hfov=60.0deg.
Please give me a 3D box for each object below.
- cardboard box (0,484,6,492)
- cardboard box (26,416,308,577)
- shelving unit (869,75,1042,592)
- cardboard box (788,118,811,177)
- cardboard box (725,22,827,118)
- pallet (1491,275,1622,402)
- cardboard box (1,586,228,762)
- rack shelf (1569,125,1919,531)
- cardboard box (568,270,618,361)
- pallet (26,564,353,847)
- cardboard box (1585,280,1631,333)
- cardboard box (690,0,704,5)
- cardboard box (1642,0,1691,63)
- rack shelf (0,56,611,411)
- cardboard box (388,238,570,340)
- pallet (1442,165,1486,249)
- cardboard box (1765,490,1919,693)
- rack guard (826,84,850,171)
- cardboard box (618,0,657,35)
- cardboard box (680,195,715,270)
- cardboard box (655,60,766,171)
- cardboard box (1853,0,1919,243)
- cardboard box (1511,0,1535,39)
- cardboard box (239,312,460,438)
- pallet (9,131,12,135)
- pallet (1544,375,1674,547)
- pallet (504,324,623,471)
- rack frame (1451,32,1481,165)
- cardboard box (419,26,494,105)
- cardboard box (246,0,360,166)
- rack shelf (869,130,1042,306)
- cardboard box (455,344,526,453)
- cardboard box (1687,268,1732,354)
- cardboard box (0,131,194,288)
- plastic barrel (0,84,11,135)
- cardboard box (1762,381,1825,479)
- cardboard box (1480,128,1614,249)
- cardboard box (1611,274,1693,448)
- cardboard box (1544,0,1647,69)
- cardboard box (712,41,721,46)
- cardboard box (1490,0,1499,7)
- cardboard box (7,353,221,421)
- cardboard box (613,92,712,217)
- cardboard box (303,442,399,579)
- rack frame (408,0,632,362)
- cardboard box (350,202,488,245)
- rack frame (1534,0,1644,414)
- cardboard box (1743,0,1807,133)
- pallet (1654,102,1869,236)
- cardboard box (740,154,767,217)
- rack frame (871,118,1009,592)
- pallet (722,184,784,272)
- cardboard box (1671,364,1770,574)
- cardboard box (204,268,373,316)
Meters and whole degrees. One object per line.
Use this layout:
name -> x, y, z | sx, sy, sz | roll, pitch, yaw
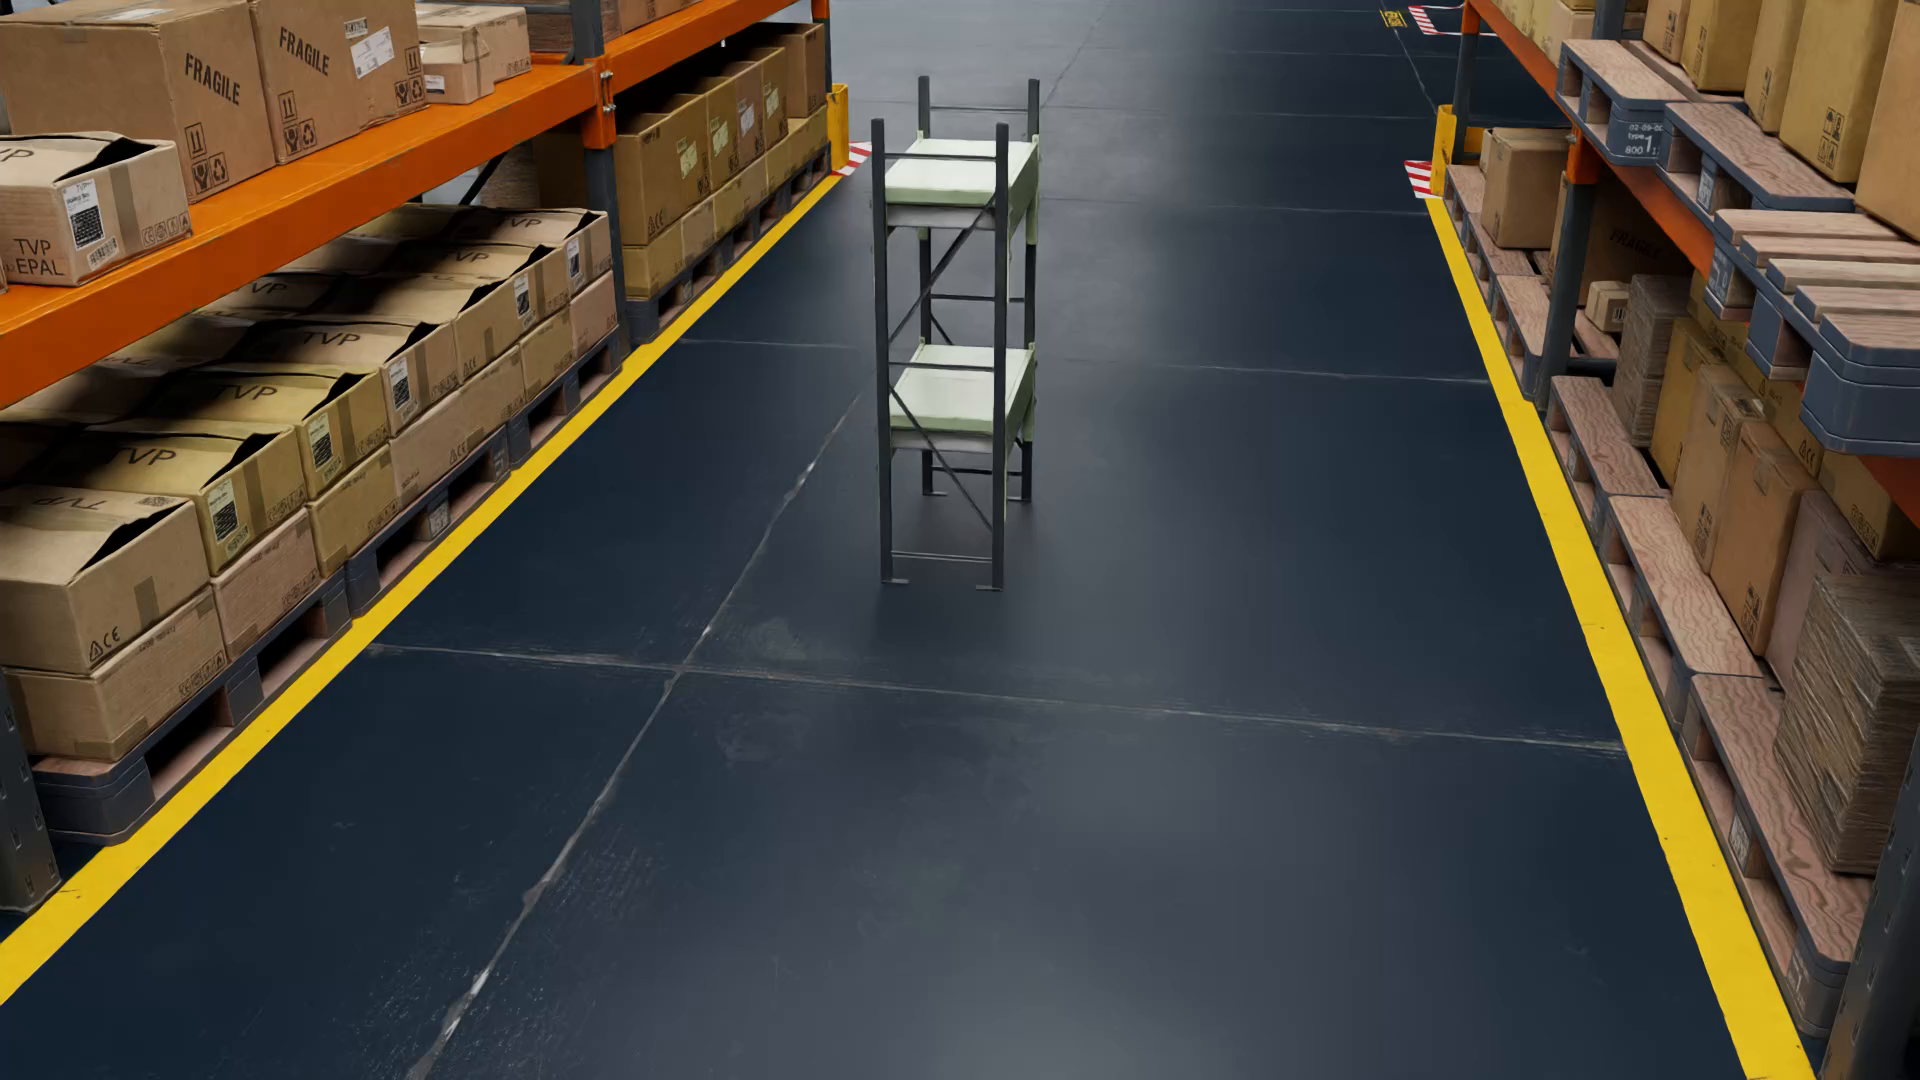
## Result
cardboard box -> -2.807, 0.024, 4.247 | 0.500, 0.311, 0.500 | 5, 25, 10
cardboard box -> -2.197, -0.159, 4.637 | 0.500, 0.311, 0.500 | 3, 25, 7
shelving unit -> 0.001, -0.682, 5.438 | 0.431, 1.500, 0.755 | 4, 25, 9
cardboard box -> -1.209, -2.377, 10.038 | 0.500, 0.250, 0.500 | 4, 25, 9
cardboard box -> -1.137, -2.926, 10.327 | 0.500, 0.500, 0.500 | 4, 25, 9
pallet -> 2.966, -0.893, 7.408 | 1.003, 0.211, 1.213 | 4, 25, 9
cardboard box -> -2.275, 0.316, 4.286 | 0.500, 0.250, 0.500 | 4, 25, 8
rack shelf -> 2.564, -0.710, 4.577 | 1.077, 0.370, 4.000 | 4, 25, 9
cardboard box -> -1.778, -0.965, 7.022 | 0.500, 0.250, 0.500 | 4, 25, 8
pallet -> -2.477, 0.380, 4.688 | 1.003, 0.211, 1.213 | 4, 25, 9
cardboard box -> 2.949, -1.014, 7.201 | 0.380, 0.166, 0.250 | 1, 25, 2
cardboard box -> -1.682, -3.090, 8.695 | 0.700, 0.500, 0.500 | 5, 26, 10
cardboard box -> 2.774, -1.906, 5.647 | 0.700, 0.500, 0.500 | 4, 25, 9
rack shelf -> -2.323, -1.052, 5.307 | 1.077, 0.370, 4.000 | 4, 25, 9
cardboard box -> -1.859, -1.005, 6.446 | 0.500, 0.311, 0.500 | 5, 25, 10
pallet -> 3.365, -1.913, 9.588 | 1.003, 0.211, 1.213 | 4, 25, 9
cardboard box -> 2.503, 0.221, 4.168 | 0.700, 0.500, 0.500 | 4, 25, 8
rack guard -> -1.339, -2.765, 11.067 | 1.175, 0.500, 0.348 | 4, 25, 9
cardboard box -> -1.850, -2.666, 7.790 | 0.700, 0.500, 0.500 | 4, 25, 8
cardboard box -> -1.535, -1.540, 8.251 | 0.500, 0.250, 0.500 | 4, 25, 9
cardboard box -> -1.369, -2.298, 8.985 | 0.500, 0.500, 0.500 | 4, 25, 9
cardboard box -> 2.369, -0.877, 3.448 | 0.700, 0.500, 0.500 | 2, 25, 4
cardboard box -> 2.826, -2.452, 7.603 | 0.500, 0.250, 0.500 | 4, 25, 8
cardboard box -> -2.028, -0.587, 5.552 | 0.500, 0.311, 0.500 | 4, 25, 8
pallet -> -6.333, -2.594, 11.043 | 1.003, 0.211, 1.213 | 4, 25, 9
pallet -> 2.765, -0.284, 6.107 | 1.003, 0.211, 1.213 | 4, 25, 9
pallet -> -2.078, -0.640, 6.868 | 1.003, 0.211, 1.213 | 4, 25, 9
rack frame -> 3.545, -3.545, 9.786 | 1.000, 3.000, 0.127 | 4, 25, 9
cardboard box -> -1.959, -1.773, 6.157 | 0.396, 0.266, 0.258 | 3, 25, 7
cardboard box -> -2.306, -1.509, 5.318 | 0.500, 0.500, 0.500 | 4, 25, 9
rack shelf -> 0.001, -1.036, 5.273 | 0.431, 0.370, 0.720 | 4, 25, 9
cardboard box -> -1.946, -0.540, 6.113 | 0.500, 0.250, 0.500 | 5, 25, 10
cardboard box -> 2.719, -0.786, 5.435 | 0.500, 0.250, 0.500 | 3, 25, 7
cardboard box -> -2.313, -0.861, 4.157 | 0.500, 0.311, 0.500 | 4, 25, 8
plastic barrel -> -6.343, -2.805, 10.643 | 0.421, 0.512, 0.421 | 0, 25, 0
cardboard box -> 2.538, -0.360, 4.526 | 0.500, 0.250, 0.500 | 4, 25, 8
cardboard box -> 3.081, -1.787, 8.460 | 0.700, 0.500, 0.500 | 2, 25, 5
cardboard box -> 2.787, -0.630, 5.988 | 0.700, 0.500, 0.500 | 5, 26, 10
cardboard box -> 2.670, -2.032, 6.707 | 0.500, 0.250, 0.500 | 4, 25, 9
cardboard box -> -1.730, -2.753, 9.957 | 0.500, 0.500, 0.500 | 4, 25, 9
cardboard box -> 2.992, -2.873, 8.504 | 0.500, 0.250, 0.500 | 4, 25, 8
cardboard box -> -2.644, -0.405, 5.163 | 0.500, 0.311, 0.500 | 4, 25, 8
cardboard box -> -1.538, -1.880, 8.092 | 0.500, 0.500, 0.500 | 4, 25, 9
cardboard box -> -2.115, -0.113, 5.200 | 0.500, 0.250, 0.500 | 3, 25, 7
rack frame -> -1.996, -2.214, 6.941 | 1.000, 3.000, 0.127 | 4, 25, 9
cardboard box -> -2.310, -1.257, 6.984 | 0.500, 0.311, 0.500 | 4, 25, 9
rack frame -> 2.891, -1.872, 6.211 | 1.000, 3.000, 0.127 | 4, 25, 9
cardboard box -> 2.599, -1.395, 4.556 | 0.700, 0.500, 0.500 | 8, 26, 16
pallet -> 2.521, -0.943, 4.453 | 1.003, 0.211, 1.213 | 4, 25, 9
cardboard box -> -1.372, -1.959, 9.144 | 0.500, 0.250, 0.500 | 4, 25, 9
rack frame -> -0.059, -0.529, 5.111 | 0.400, 1.500, 0.023 | 4, 25, 9
pallet -> -1.628, -1.792, 9.330 | 1.003, 0.211, 1.213 | 4, 25, 9
cardboard box -> 2.629, -0.200, 5.069 | 0.700, 0.500, 0.500 | 4, 25, 9
cardboard box -> -2.480, -0.832, 6.075 | 0.500, 0.311, 0.500 | 3, 25, 7
